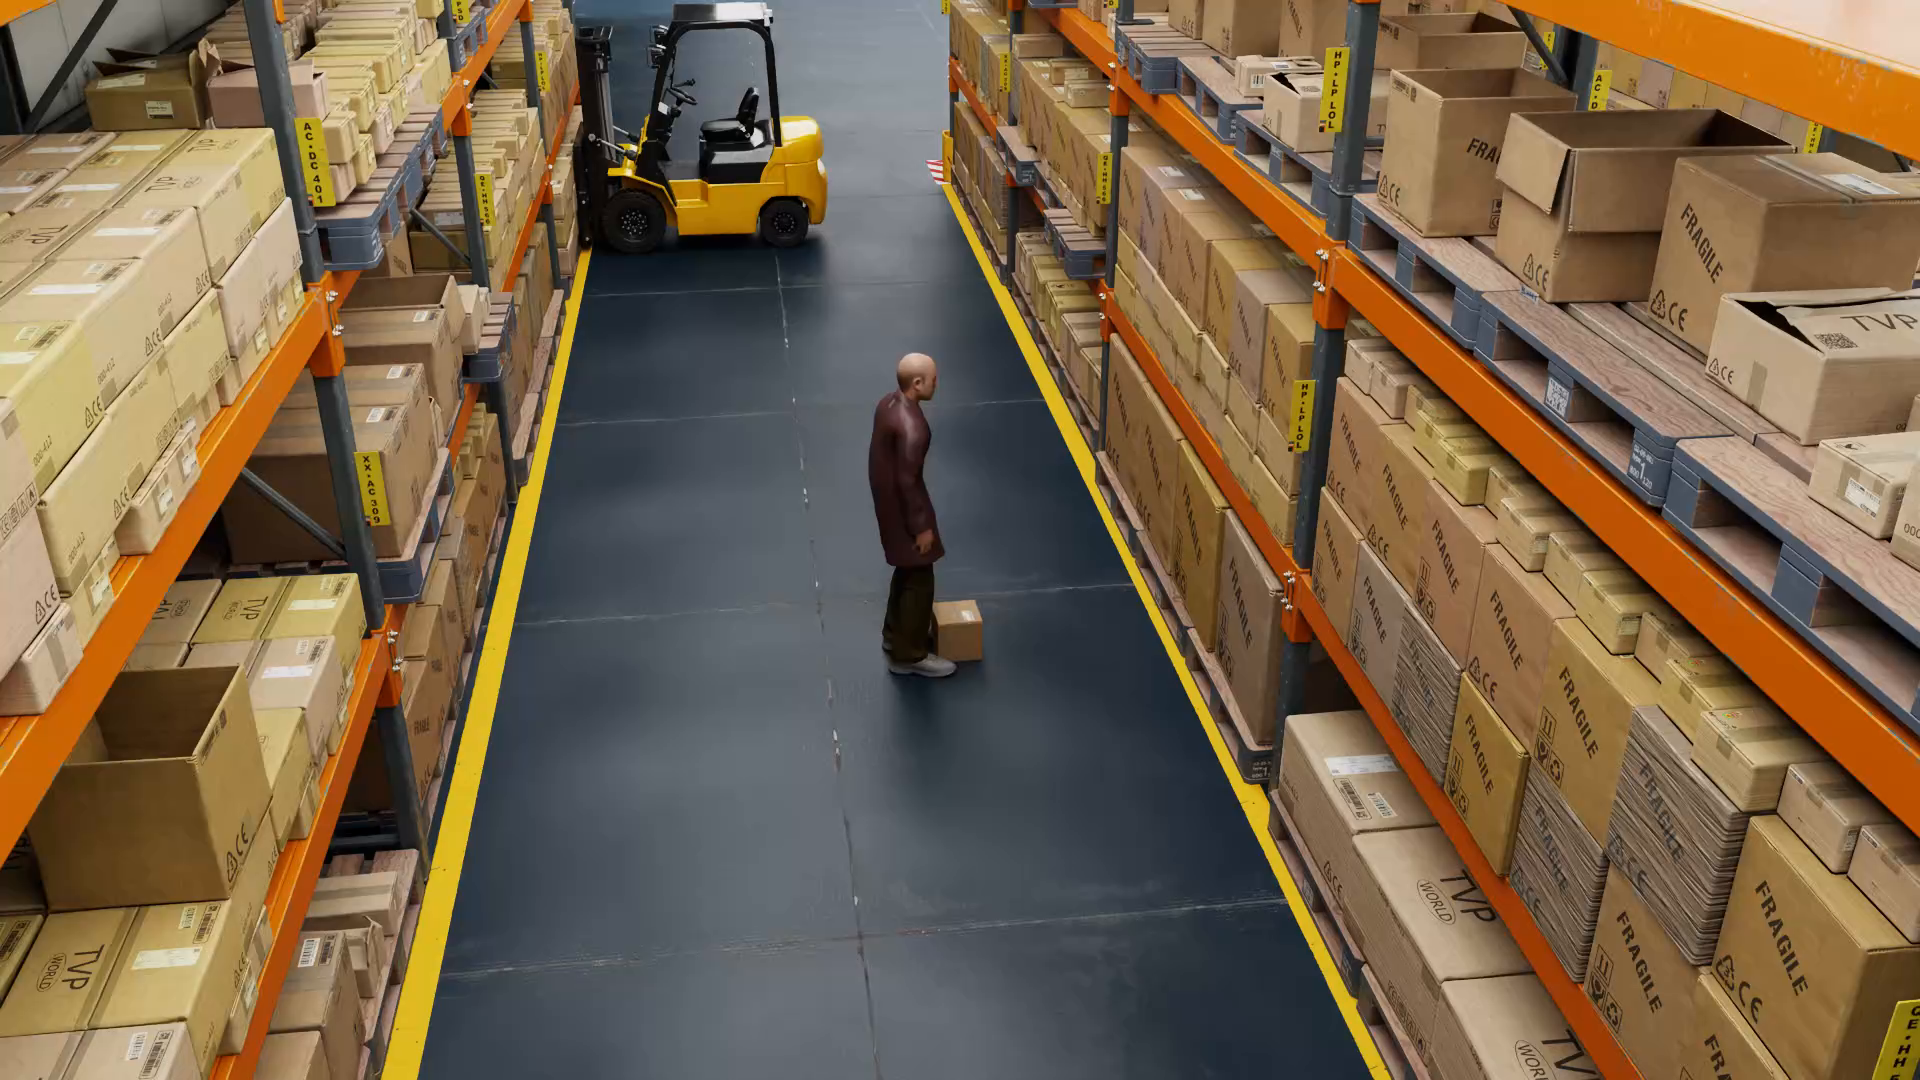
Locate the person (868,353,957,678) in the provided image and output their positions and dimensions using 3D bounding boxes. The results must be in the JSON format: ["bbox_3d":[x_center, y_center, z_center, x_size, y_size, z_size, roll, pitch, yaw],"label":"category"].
[{"bbox_3d":[-0.269,-0.152,8.937,0.429,1.772,0.643,-5,27,-10],"label":"person"}]
